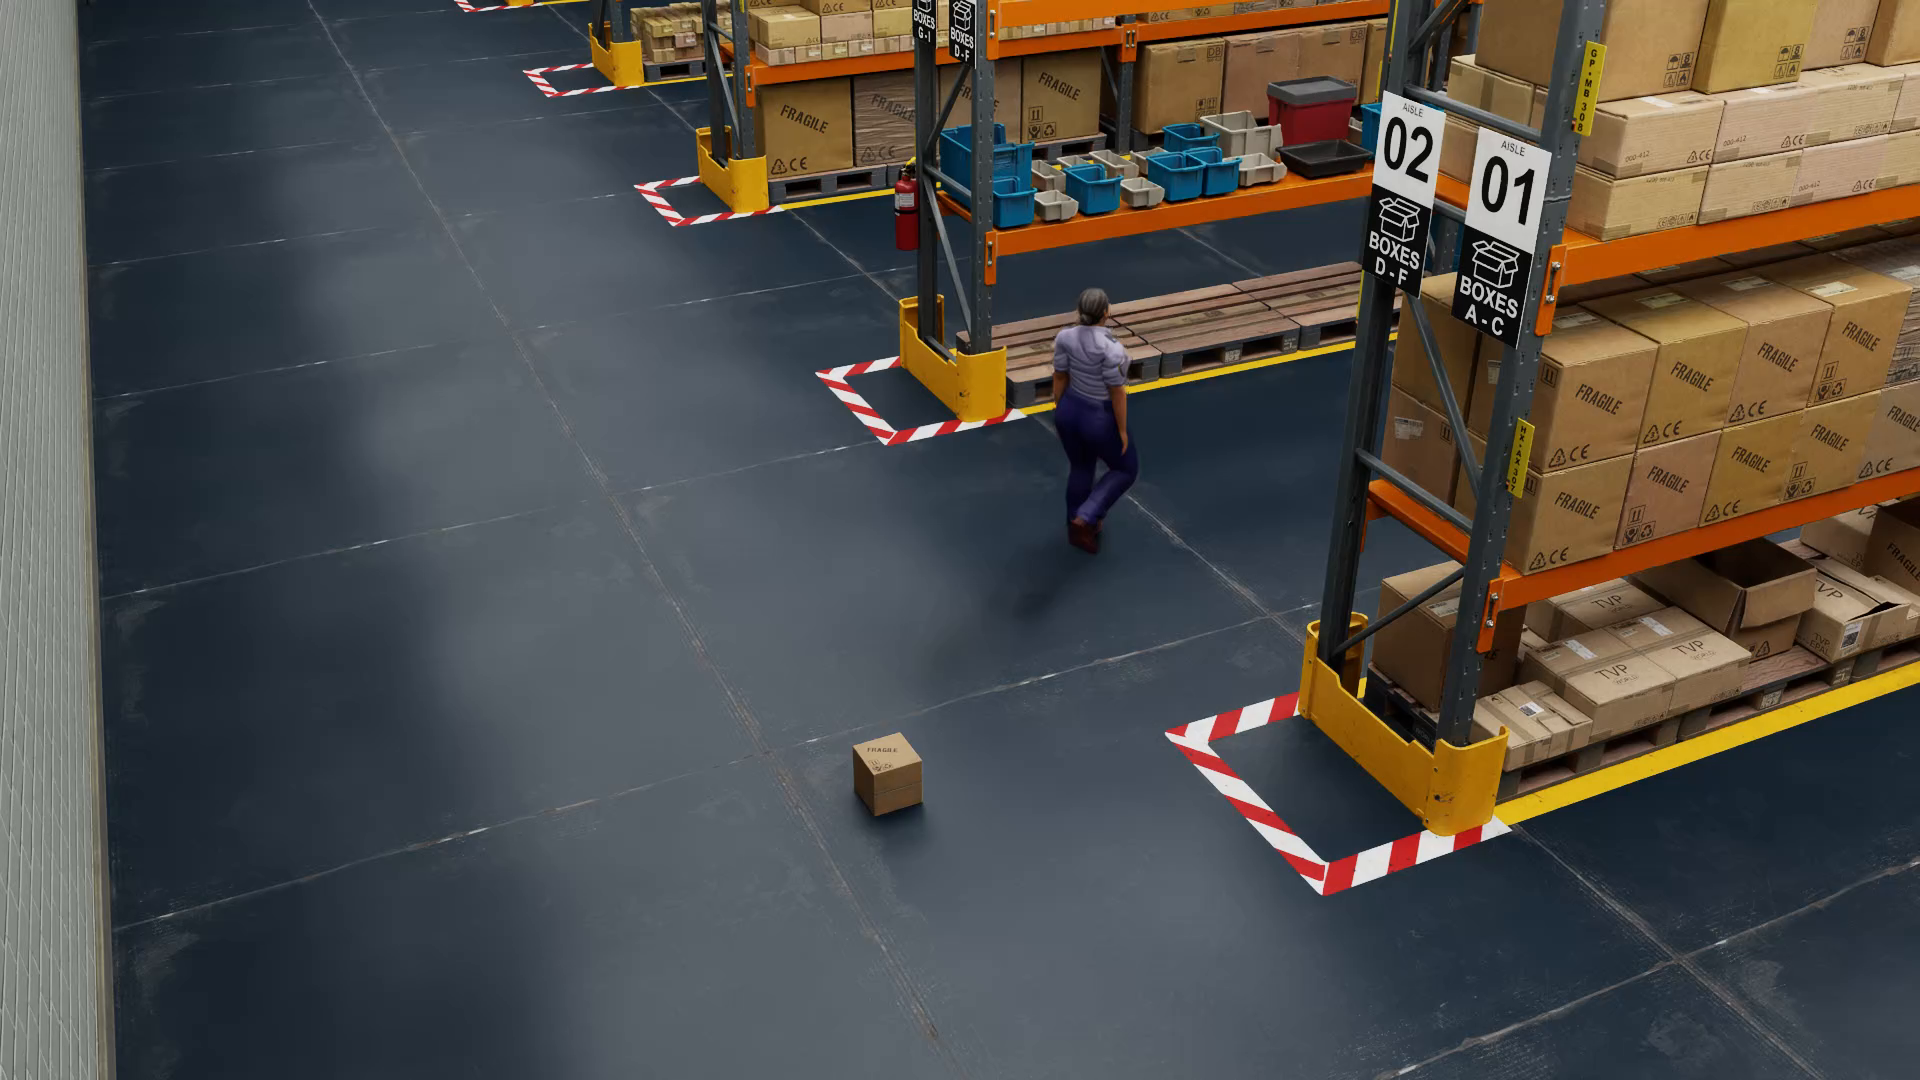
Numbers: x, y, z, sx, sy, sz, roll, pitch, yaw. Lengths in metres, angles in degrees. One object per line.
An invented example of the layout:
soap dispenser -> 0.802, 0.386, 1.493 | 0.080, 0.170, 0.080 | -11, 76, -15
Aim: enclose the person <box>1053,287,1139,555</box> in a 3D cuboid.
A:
person -> 0.754, -0.676, 9.611 | 0.508, 1.620, 0.496 | 22, 36, 33
